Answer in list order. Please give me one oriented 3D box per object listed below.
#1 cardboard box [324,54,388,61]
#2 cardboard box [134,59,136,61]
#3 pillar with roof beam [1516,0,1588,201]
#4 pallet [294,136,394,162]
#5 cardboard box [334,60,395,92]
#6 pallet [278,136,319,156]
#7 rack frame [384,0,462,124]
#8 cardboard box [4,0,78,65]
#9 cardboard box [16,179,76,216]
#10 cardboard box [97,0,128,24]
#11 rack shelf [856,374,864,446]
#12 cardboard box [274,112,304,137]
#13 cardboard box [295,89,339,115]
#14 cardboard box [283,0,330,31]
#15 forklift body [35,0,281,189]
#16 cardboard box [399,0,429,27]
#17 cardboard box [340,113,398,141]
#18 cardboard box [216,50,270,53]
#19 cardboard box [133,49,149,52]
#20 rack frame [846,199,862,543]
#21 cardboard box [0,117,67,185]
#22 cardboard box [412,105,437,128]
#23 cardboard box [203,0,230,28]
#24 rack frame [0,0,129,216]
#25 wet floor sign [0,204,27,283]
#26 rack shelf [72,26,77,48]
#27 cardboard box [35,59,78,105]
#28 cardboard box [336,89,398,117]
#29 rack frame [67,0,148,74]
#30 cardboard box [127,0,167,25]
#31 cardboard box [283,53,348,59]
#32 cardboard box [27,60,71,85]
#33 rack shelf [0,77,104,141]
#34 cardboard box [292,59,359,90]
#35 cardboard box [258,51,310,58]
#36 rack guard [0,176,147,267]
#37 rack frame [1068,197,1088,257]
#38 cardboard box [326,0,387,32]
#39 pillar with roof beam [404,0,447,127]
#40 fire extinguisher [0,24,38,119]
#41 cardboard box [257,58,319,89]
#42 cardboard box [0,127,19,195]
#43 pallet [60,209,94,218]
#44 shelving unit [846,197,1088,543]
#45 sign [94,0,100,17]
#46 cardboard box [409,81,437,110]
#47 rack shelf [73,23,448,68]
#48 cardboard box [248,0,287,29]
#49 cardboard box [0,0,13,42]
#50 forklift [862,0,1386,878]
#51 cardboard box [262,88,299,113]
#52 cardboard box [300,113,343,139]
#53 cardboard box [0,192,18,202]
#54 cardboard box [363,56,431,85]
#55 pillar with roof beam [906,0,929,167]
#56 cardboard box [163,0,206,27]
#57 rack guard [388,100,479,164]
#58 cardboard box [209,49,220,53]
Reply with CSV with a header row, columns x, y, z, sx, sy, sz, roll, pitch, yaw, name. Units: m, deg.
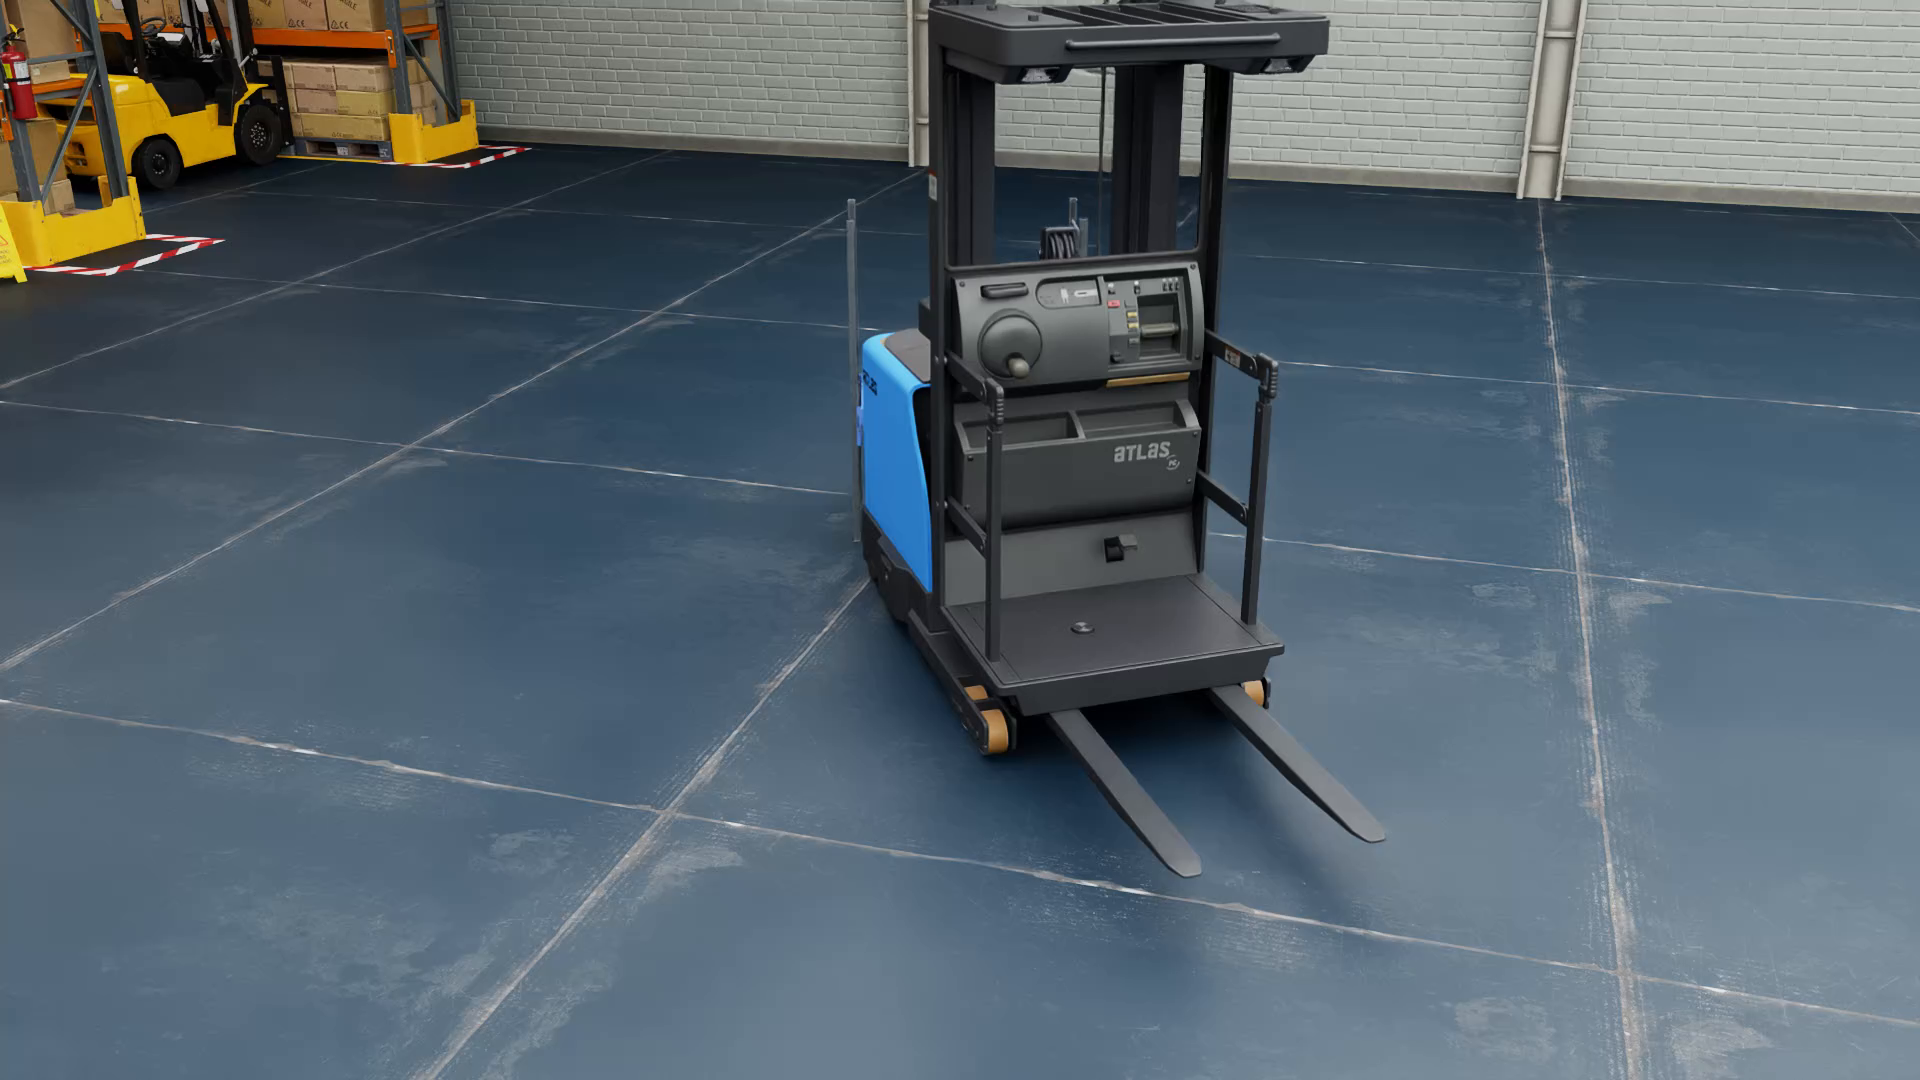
x,y,z,sx,sy,sz,roll,pitch,yaw,name
-6.523,-5.095,17.990,0.500,0.250,0.500,7,23,16,cardboard box
-8.608,-5.131,18.079,0.500,0.250,0.500,7,23,16,cardboard box
4.201,-5.835,10.137,0.400,9.000,9.100,7,23,16,pillar with roof beam
-6.382,-4.313,18.007,1.213,0.211,1.003,7,23,16,pallet
-6.169,-4.857,17.410,0.500,0.250,0.500,7,23,17,cardboard box
-7.546,-4.448,18.335,1.213,0.211,1.003,7,23,15,pallet
-5.638,-5.535,17.311,0.127,3.000,1.000,7,23,16,rack frame
-7.441,-4.068,13.210,0.500,0.500,0.500,6,23,15,cardboard box
-7.760,-2.842,13.816,0.500,0.250,0.500,6,23,15,cardboard box
-9.118,-5.876,18.011,0.500,0.500,0.500,6,23,14,cardboard box
0.021,-0.619,7.776,1.000,0.185,0.538,-1,22,-2,rack shelf
-7.129,-4.510,17.882,0.500,0.250,0.500,7,23,16,cardboard box
-6.671,-4.687,17.655,0.500,0.250,0.500,6,23,15,cardboard box
-6.679,-5.600,17.338,0.500,0.500,0.500,7,23,17,cardboard box
-7.980,-4.687,16.363,1.214,2.155,2.313,7,23,16,forklift body
-6.032,-5.736,17.670,0.500,0.500,0.500,7,23,17,cardboard box
-6.179,-4.394,17.599,0.500,0.250,0.500,7,23,16,cardboard box
-7.970,-5.264,18.403,0.500,0.250,0.500,7,23,16,cardboard box
-8.940,-5.374,18.672,0.500,0.250,0.500,7,23,17,cardboard box
-0.487,-0.776,7.686,0.032,1.500,0.500,-1,22,-2,rack frame
-7.783,-3.191,13.679,0.500,0.500,0.500,6,23,14,cardboard box
-6.051,-4.582,18.057,0.500,0.250,0.500,7,23,16,cardboard box
-7.654,-5.707,17.599,0.500,0.500,0.500,7,23,16,cardboard box
-7.068,-3.731,12.913,0.127,3.000,1.000,7,23,16,rack frame
-7.195,-2.232,12.361,0.232,0.644,0.267,16,27,34,wet floor sign
-11.382,-5.860,19.051,4.000,0.370,1.077,7,23,16,rack shelf
-9.970,-5.122,18.880,0.625,0.625,0.875,8,24,18,cardboard box
-6.194,-4.628,17.511,0.500,0.250,0.500,6,23,15,cardboard box
-9.467,-5.973,18.380,0.127,3.000,1.000,7,23,16,rack frame
-8.614,-5.825,17.886,0.500,0.500,0.500,7,23,16,cardboard box
-6.998,-5.153,18.133,0.500,0.250,0.500,6,23,15,cardboard box
-7.333,-3.727,13.235,0.250,0.149,0.380,7,23,16,cardboard box
-8.983,-3.617,13.584,4.000,0.370,1.077,7,23,16,rack shelf
-6.659,-4.911,17.541,0.500,0.250,0.500,7,23,16,cardboard box
-7.487,-5.212,18.276,0.500,0.250,0.500,6,23,14,cardboard box
-7.141,-2.583,13.408,0.348,0.500,1.175,7,23,16,rack guard
0.529,-0.794,7.729,0.032,1.500,0.500,-1,22,-2,rack frame
-6.185,-5.540,17.191,0.500,0.500,0.500,6,23,14,cardboard box
-7.288,-7.150,13.344,0.400,9.000,9.100,7,23,16,pillar with roof beam
-7.092,-3.515,12.489,0.183,0.674,0.296,7,23,16,fire extinguisher
-7.145,-4.962,17.667,0.500,0.250,0.500,7,23,16,cardboard box
-7.910,-2.993,13.196,0.500,0.500,0.500,7,23,16,cardboard box
-7.908,-2.551,13.711,1.213,0.211,1.003,7,23,16,pallet
0.021,-0.785,7.708,1.048,1.500,0.538,-1,22,-2,shelving unit
-6.911,-4.329,13.230,0.005,0.325,0.100,7,23,16,sign
-6.028,-4.815,17.968,0.500,0.250,0.500,7,23,16,cardboard box
-7.552,-5.421,17.982,4.000,0.370,1.077,7,23,16,rack shelf
-7.169,-5.656,17.474,0.500,0.500,0.500,6,23,14,cardboard box
-7.667,-3.874,12.739,0.500,0.500,0.500,6,23,15,cardboard box
0.503,-0.761,5.762,1.130,2.935,3.031,-7,23,-16,forklift
-7.171,-4.736,17.774,0.500,0.250,0.500,6,23,14,cardboard box
-6.652,-4.452,17.740,0.500,0.250,0.500,7,23,15,cardboard box
-7.943,-2.647,13.339,0.500,0.250,0.500,6,23,15,cardboard box
-6.043,-5.041,17.859,0.500,0.250,0.500,6,23,15,cardboard box
-1.543,-6.492,11.740,0.400,9.000,9.100,7,23,16,pillar with roof beam
-8.129,-5.770,17.752,0.500,0.500,0.500,6,23,15,cardboard box
-5.615,-4.376,17.779,0.348,0.500,1.175,7,23,16,rack guard
-8.451,-5.324,18.550,0.500,0.250,0.500,6,23,15,cardboard box
